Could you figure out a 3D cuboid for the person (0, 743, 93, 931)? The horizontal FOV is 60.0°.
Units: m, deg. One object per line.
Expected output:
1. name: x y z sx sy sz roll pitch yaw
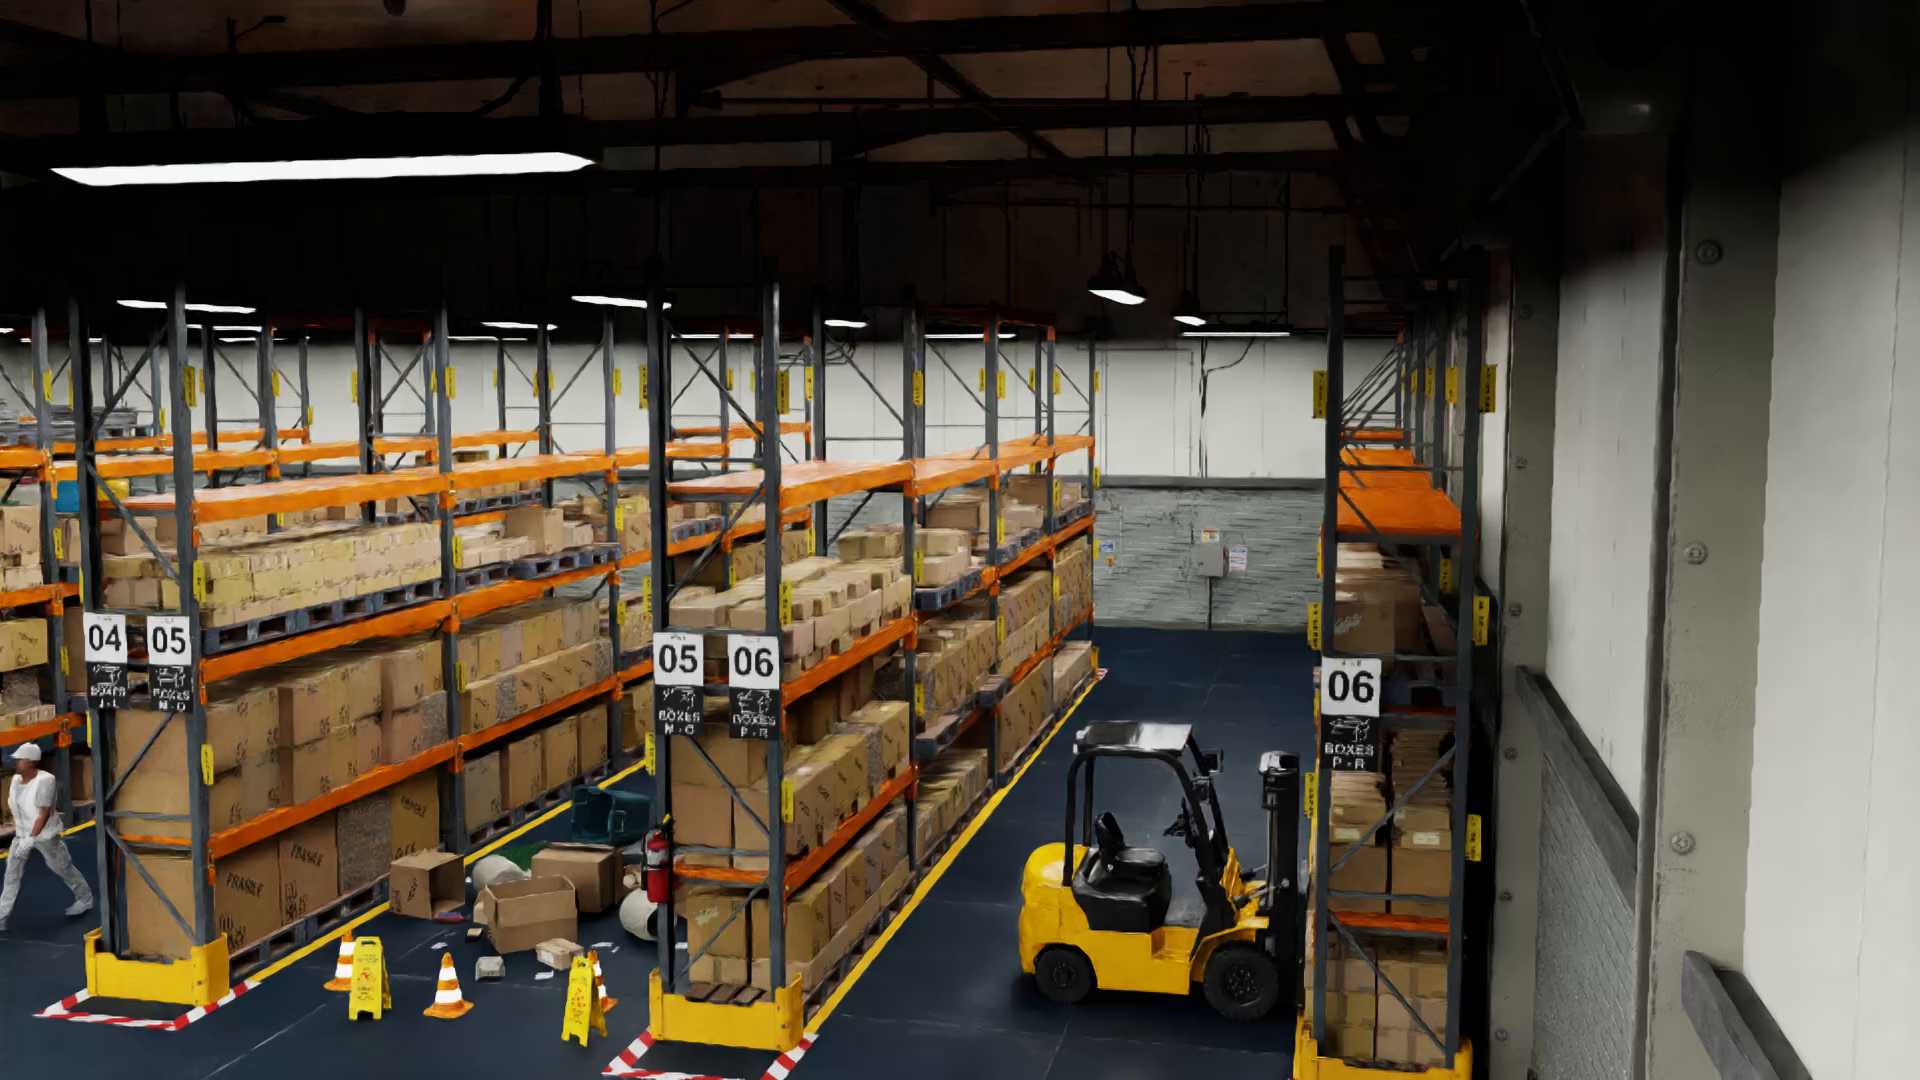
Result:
1. person: -8.616 2.735 15.457 0.554 1.722 1.037 2 6 22
